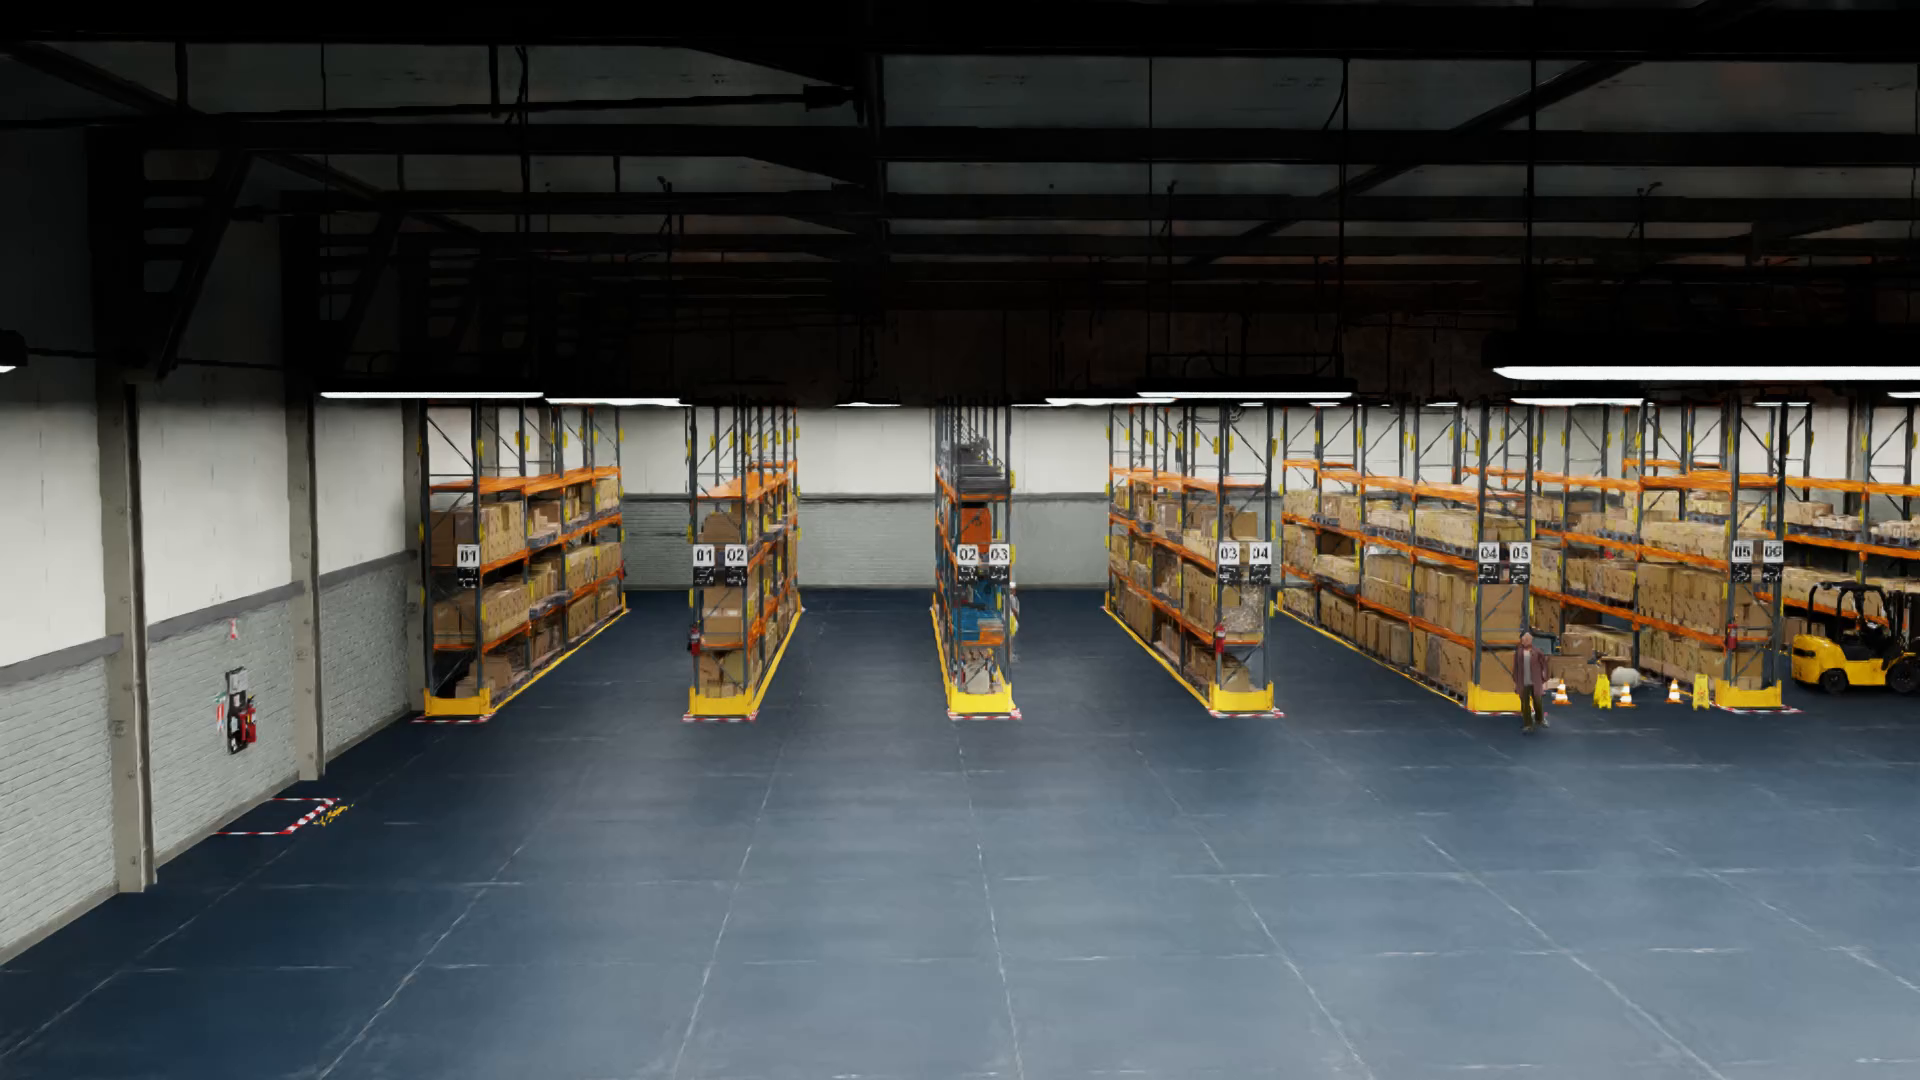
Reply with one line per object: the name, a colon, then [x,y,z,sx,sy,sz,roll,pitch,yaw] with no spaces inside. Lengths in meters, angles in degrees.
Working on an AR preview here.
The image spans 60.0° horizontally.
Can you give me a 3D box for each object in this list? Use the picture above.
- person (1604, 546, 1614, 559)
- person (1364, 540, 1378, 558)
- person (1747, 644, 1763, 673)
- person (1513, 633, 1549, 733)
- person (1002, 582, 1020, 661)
person: [19.355,0.957,49.717,0.721,1.709,0.570,-2,5,-29]
person: [12.601,0.829,51.055,0.607,1.767,0.632,3,5,33]
person: [16.946,2.117,35.606,0.493,1.596,0.509,2,5,24]
person: [10.147,2.518,29.524,0.626,1.771,0.575,3,5,33]
person: [1.200,1.834,37.855,0.480,1.787,0.628,-2,5,-19]
